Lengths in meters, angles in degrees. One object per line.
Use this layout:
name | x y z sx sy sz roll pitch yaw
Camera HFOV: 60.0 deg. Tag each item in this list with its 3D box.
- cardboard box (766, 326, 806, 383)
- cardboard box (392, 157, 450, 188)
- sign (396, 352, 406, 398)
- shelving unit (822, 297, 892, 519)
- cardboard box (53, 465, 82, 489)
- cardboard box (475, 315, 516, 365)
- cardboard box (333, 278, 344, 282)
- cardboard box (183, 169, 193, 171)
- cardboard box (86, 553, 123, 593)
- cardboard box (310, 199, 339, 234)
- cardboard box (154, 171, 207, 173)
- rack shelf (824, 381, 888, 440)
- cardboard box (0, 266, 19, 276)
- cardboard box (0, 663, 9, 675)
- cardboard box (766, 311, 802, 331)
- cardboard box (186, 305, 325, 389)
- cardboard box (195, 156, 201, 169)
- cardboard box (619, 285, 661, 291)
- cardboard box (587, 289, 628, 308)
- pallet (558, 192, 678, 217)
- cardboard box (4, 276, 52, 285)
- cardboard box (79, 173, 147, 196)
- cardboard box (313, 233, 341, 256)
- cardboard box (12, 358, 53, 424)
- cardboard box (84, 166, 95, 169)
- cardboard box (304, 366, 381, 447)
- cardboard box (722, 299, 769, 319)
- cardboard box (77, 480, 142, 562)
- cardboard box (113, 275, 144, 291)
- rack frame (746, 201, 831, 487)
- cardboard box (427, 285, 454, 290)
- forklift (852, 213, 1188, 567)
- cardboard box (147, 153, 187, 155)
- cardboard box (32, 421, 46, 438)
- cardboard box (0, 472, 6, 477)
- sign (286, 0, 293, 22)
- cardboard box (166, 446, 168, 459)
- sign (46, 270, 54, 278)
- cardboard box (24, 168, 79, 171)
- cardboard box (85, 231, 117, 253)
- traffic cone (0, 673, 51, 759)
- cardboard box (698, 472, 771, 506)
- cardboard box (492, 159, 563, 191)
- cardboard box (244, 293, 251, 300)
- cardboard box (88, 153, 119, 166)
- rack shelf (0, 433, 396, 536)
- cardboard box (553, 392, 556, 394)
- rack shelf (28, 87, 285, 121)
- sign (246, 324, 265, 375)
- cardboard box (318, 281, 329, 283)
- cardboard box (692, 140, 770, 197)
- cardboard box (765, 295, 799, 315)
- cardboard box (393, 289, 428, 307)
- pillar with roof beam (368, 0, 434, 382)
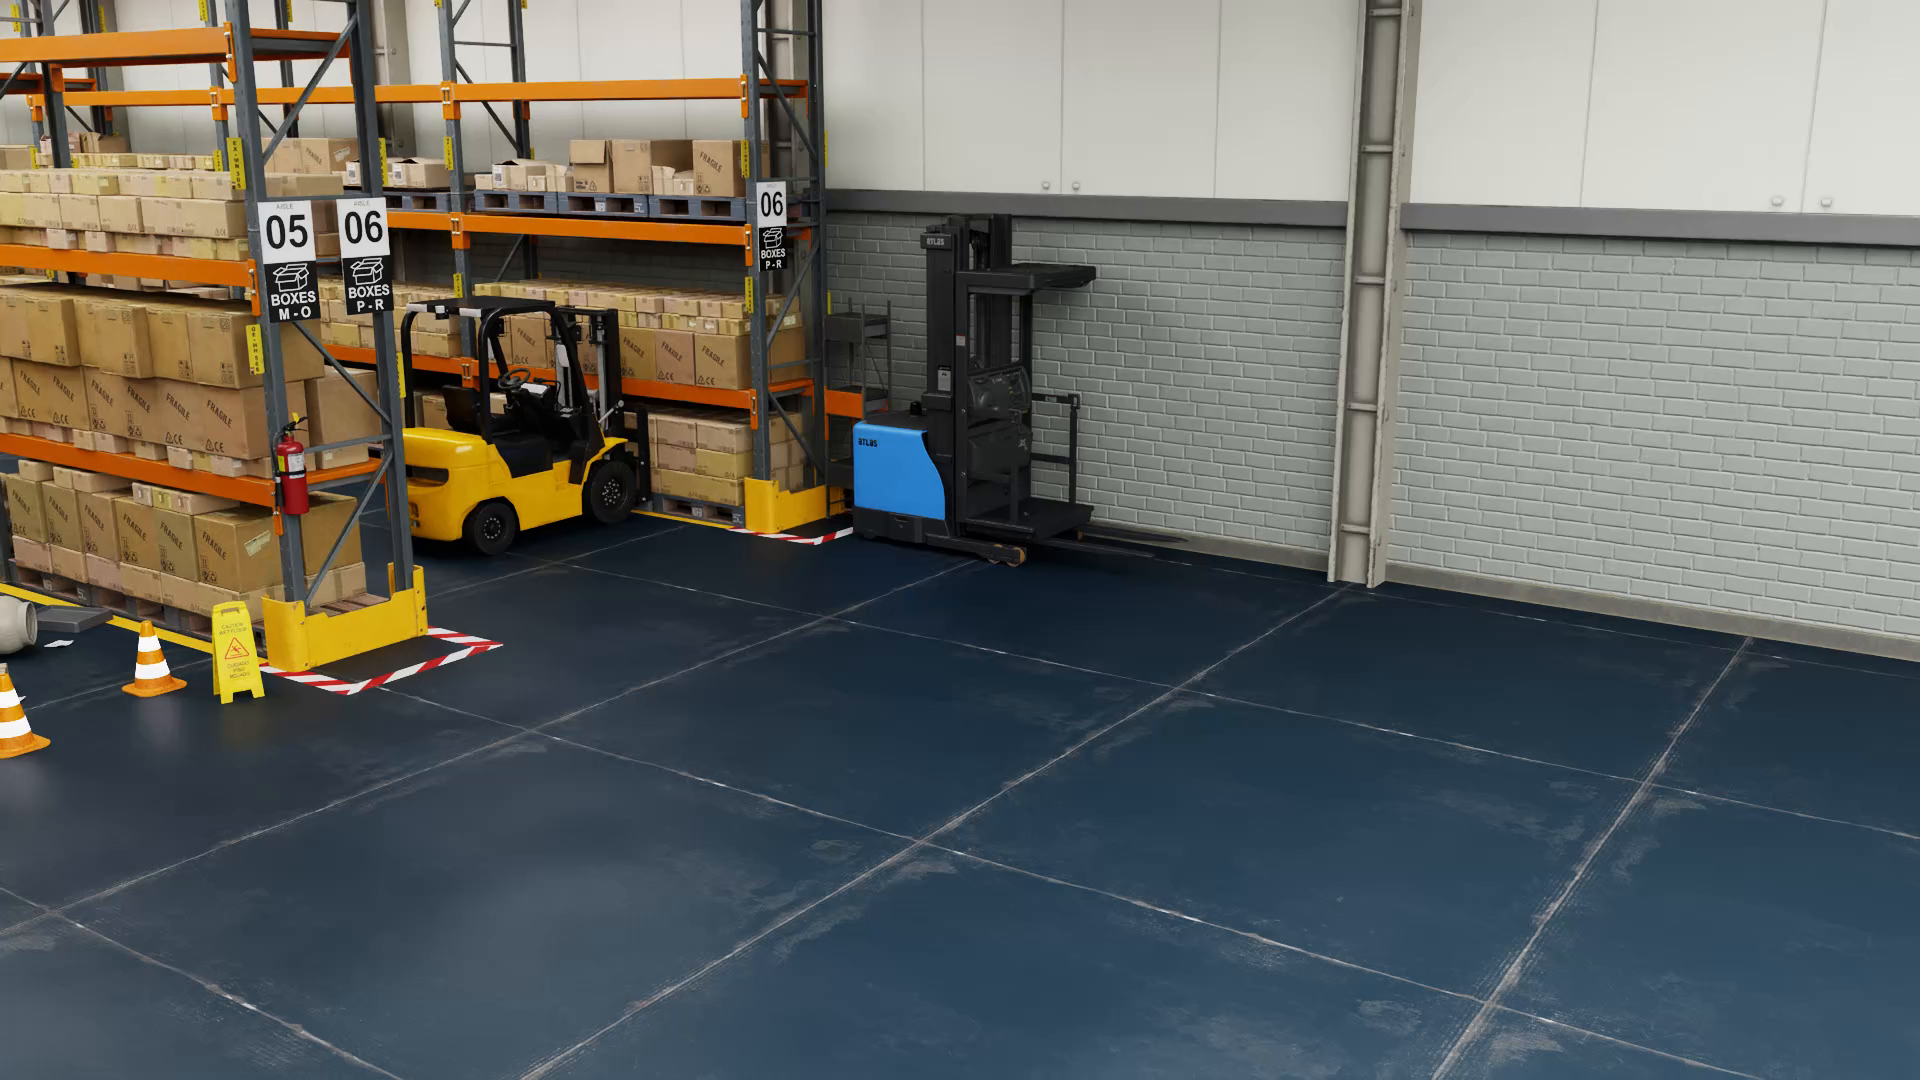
cardboard box | -1.849 -1.821 16.154 0.500 0.500 0.500 10 17 35
cardboard box | -5.649 -3.900 17.624 0.500 0.311 0.500 9 16 31
sign | -4.058 -1.188 12.007 0.005 0.325 0.100 9 17 33
shelving unit | -0.970 -1.221 15.813 0.503 2.100 0.431 11 18 37
cardboard box | -6.843 -0.514 13.022 0.250 0.149 0.380 10 17 35
cardboard box | -4.690 -2.124 17.378 0.500 0.500 0.500 9 16 31
cardboard box | -7.146 -3.004 19.587 0.250 0.149 0.380 9 16 32
cardboard box | -9.068 -4.378 19.935 0.250 0.149 0.380 10 17 34
cardboard box | -6.450 0.207 13.018 0.500 0.250 0.500 9 16 32
cardboard box | -4.629 -2.308 11.783 0.500 0.250 0.500 9 16 32
cardboard box | -5.787 -2.680 12.454 0.250 0.149 0.380 10 17 34
rack shelf | -0.970 -1.208 15.816 0.480 0.518 0.431 11 18 37
cardboard box | -13.399 -3.916 22.959 0.500 0.500 0.500 10 17 34
cardboard box | -6.575 0.951 11.099 0.380 0.149 0.250 -7 15 -25
cardboard box | -1.730 -2.111 15.976 0.250 0.149 0.380 9 16 31
cardboard box | -4.906 -1.363 11.607 0.500 0.500 0.700 9 16 31
cardboard box | -8.841 -4.488 19.757 0.250 0.149 0.380 9 16 31
cardboard box | -3.241 -2.493 16.903 0.250 0.149 0.380 10 17 34
cardboard box | -3.483 -2.406 16.549 0.250 0.149 0.380 9 17 33
pallet | -3.182 -3.327 16.388 1.213 0.211 1.003 9 17 33
cardboard box | -12.533 -3.415 22.496 0.500 0.250 0.500 9 17 33
cardboard box | -6.097 -2.567 11.997 0.250 0.149 0.380 10 17 34
cardboard box | -4.454 -2.103 11.785 0.250 0.149 0.380 9 17 33
cardboard box | -7.040 -1.212 13.077 0.500 0.500 0.500 9 17 33
cardboard box | -10.676 -4.590 20.748 0.250 0.149 0.380 9 16 32
cardboard box | -4.599 -0.972 12.106 0.500 0.500 0.500 9 16 32
cardboard box | -2.008 -2.164 15.572 0.250 0.149 0.380 9 17 33
cardboard box | -6.461 -0.157 12.931 0.500 0.500 0.500 10 17 36
cardboard box | -10.193 -3.228 20.964 0.500 0.500 0.700 9 17 33
rack frame | -1.593 -1.650 15.674 0.127 3.000 1.000 9 17 33
cardboard box | -5.708 -2.750 18.559 0.250 0.149 0.380 9 17 32
forklift | 0.521 -1.338 14.557 3.031 2.935 1.130 9 17 33
cardboard box | -9.943 -4.772 20.864 0.250 0.149 0.380 10 17 34
cardboard box | -7.121 -0.915 13.227 0.250 0.149 0.380 9 17 33
cardboard box | -9.292 -0.383 15.150 0.625 0.372 0.950 10 17 35
sign | -7.925 -6.277 19.605 0.005 0.325 0.100 9 17 33
cardboard box | -5.628 -0.687 12.305 0.250 0.149 0.380 9 17 34
sign | -11.847 -3.570 21.629 0.005 0.325 0.100 9 17 33
cardboard box | -7.295 -2.919 13.419 0.250 0.149 0.380 10 17 34
cardboard box | -6.112 -2.183 12.108 0.250 0.149 0.380 9 16 32
traffic cone | -5.775 1.038 10.094 0.334 0.463 0.336 9 17 33
cardboard box | -2.159 -0.519 15.954 0.500 0.250 0.500 9 17 33
cardboard box | -4.358 -3.692 16.782 0.500 0.311 0.500 10 17 34
cardboard box | -8.014 -2.780 19.508 0.500 0.250 0.500 9 17 33
cardboard box | -10.626 -4.747 20.763 0.250 0.149 0.380 9 17 34
rack shelf | -6.020 -0.579 12.844 4.000 0.370 1.077 9 17 33
cardboard box | -3.967 -1.449 17.627 0.500 0.250 0.500 9 16 32
rack shelf | -9.891 -5.360 20.505 4.000 0.370 1.077 9 17 33
sign | -4.687 -1.267 11.060 0.005 0.325 0.100 9 17 33
cardboard box | -7.458 -2.888 19.114 0.250 0.149 0.380 9 17 33
cardboard box | -2.097 -3.418 15.282 0.500 0.500 0.500 10 17 35
cardboard box | -1.753 -2.246 15.902 0.250 0.149 0.380 9 16 32
cardboard box | -6.010 -2.635 18.093 0.250 0.149 0.380 9 16 31
pillar with roof beam | -9.049 -4.782 15.839 0.400 9.000 9.100 9 17 33
